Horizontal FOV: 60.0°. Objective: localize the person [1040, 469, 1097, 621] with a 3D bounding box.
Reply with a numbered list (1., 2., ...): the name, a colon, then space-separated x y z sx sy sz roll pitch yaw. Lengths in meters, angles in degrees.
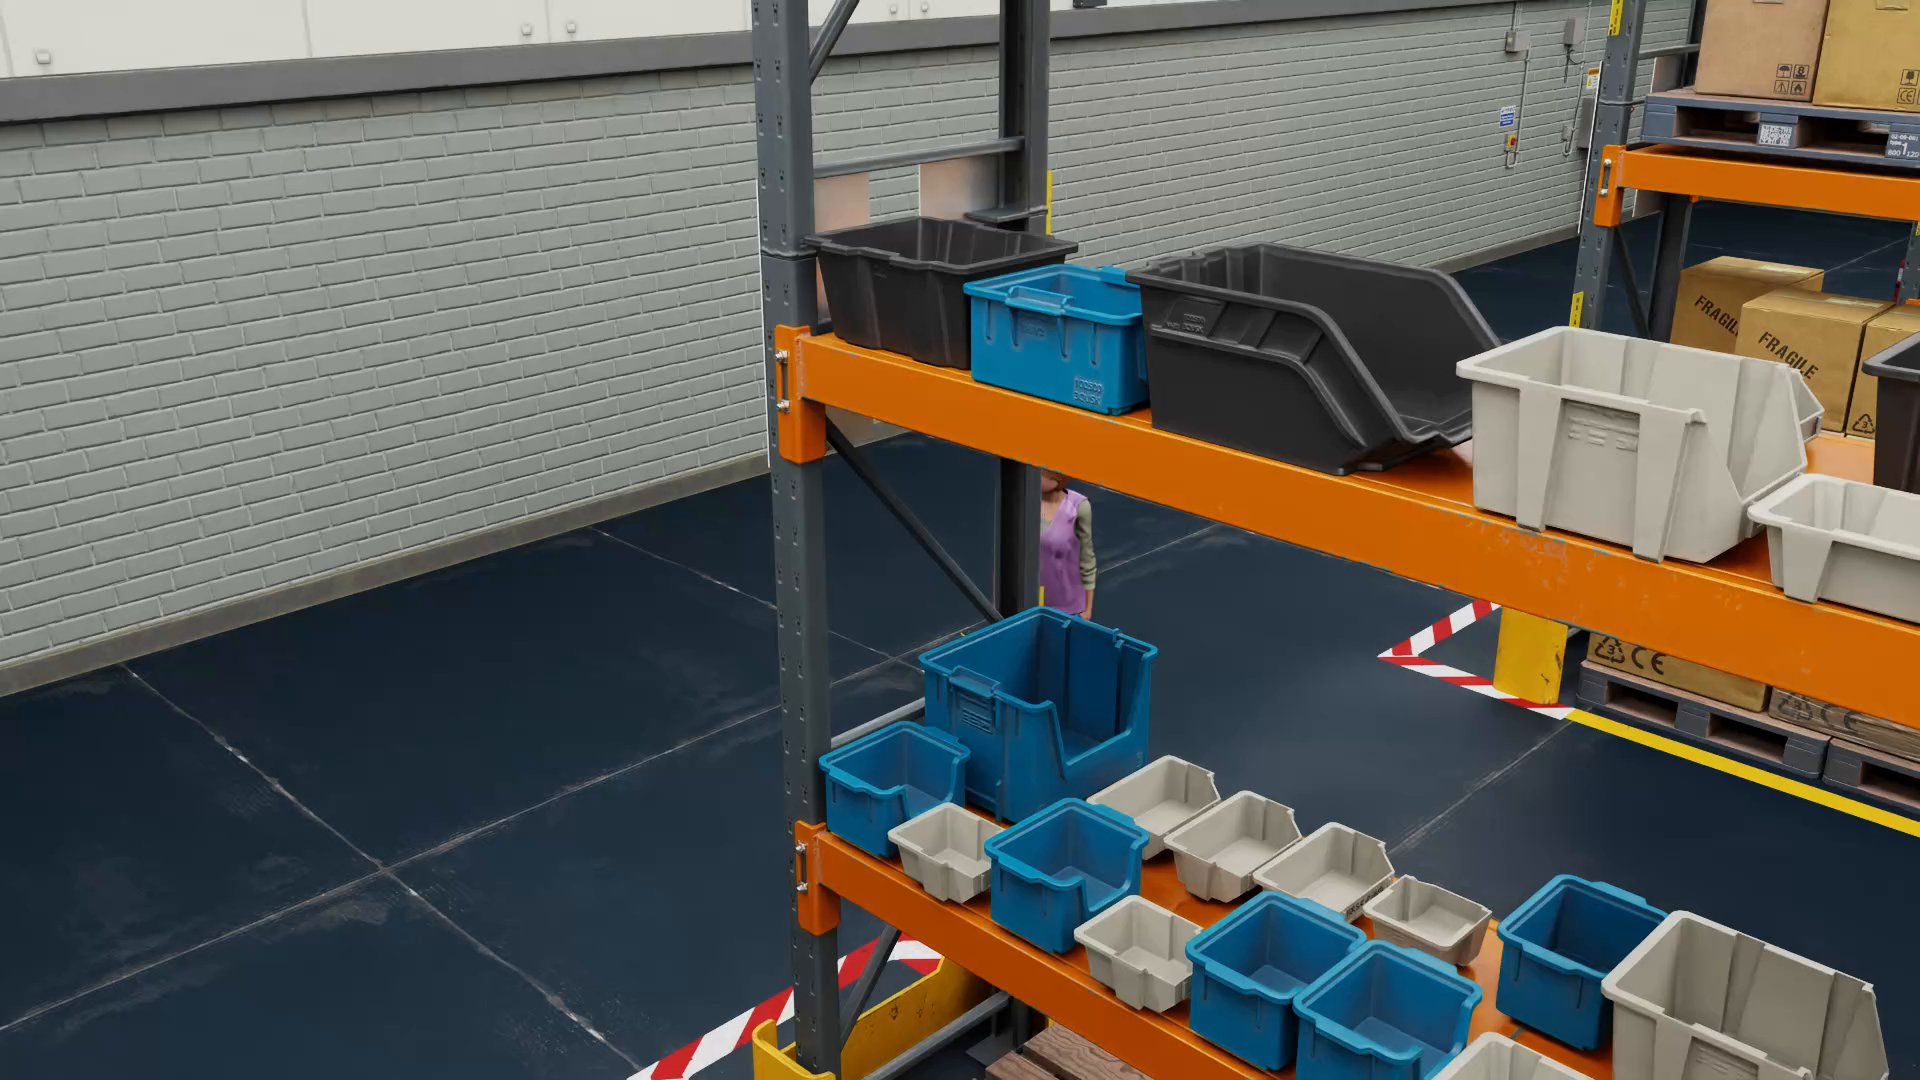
1. person: 0.391 0.330 7.702 0.437 1.601 0.522 8 22 21
